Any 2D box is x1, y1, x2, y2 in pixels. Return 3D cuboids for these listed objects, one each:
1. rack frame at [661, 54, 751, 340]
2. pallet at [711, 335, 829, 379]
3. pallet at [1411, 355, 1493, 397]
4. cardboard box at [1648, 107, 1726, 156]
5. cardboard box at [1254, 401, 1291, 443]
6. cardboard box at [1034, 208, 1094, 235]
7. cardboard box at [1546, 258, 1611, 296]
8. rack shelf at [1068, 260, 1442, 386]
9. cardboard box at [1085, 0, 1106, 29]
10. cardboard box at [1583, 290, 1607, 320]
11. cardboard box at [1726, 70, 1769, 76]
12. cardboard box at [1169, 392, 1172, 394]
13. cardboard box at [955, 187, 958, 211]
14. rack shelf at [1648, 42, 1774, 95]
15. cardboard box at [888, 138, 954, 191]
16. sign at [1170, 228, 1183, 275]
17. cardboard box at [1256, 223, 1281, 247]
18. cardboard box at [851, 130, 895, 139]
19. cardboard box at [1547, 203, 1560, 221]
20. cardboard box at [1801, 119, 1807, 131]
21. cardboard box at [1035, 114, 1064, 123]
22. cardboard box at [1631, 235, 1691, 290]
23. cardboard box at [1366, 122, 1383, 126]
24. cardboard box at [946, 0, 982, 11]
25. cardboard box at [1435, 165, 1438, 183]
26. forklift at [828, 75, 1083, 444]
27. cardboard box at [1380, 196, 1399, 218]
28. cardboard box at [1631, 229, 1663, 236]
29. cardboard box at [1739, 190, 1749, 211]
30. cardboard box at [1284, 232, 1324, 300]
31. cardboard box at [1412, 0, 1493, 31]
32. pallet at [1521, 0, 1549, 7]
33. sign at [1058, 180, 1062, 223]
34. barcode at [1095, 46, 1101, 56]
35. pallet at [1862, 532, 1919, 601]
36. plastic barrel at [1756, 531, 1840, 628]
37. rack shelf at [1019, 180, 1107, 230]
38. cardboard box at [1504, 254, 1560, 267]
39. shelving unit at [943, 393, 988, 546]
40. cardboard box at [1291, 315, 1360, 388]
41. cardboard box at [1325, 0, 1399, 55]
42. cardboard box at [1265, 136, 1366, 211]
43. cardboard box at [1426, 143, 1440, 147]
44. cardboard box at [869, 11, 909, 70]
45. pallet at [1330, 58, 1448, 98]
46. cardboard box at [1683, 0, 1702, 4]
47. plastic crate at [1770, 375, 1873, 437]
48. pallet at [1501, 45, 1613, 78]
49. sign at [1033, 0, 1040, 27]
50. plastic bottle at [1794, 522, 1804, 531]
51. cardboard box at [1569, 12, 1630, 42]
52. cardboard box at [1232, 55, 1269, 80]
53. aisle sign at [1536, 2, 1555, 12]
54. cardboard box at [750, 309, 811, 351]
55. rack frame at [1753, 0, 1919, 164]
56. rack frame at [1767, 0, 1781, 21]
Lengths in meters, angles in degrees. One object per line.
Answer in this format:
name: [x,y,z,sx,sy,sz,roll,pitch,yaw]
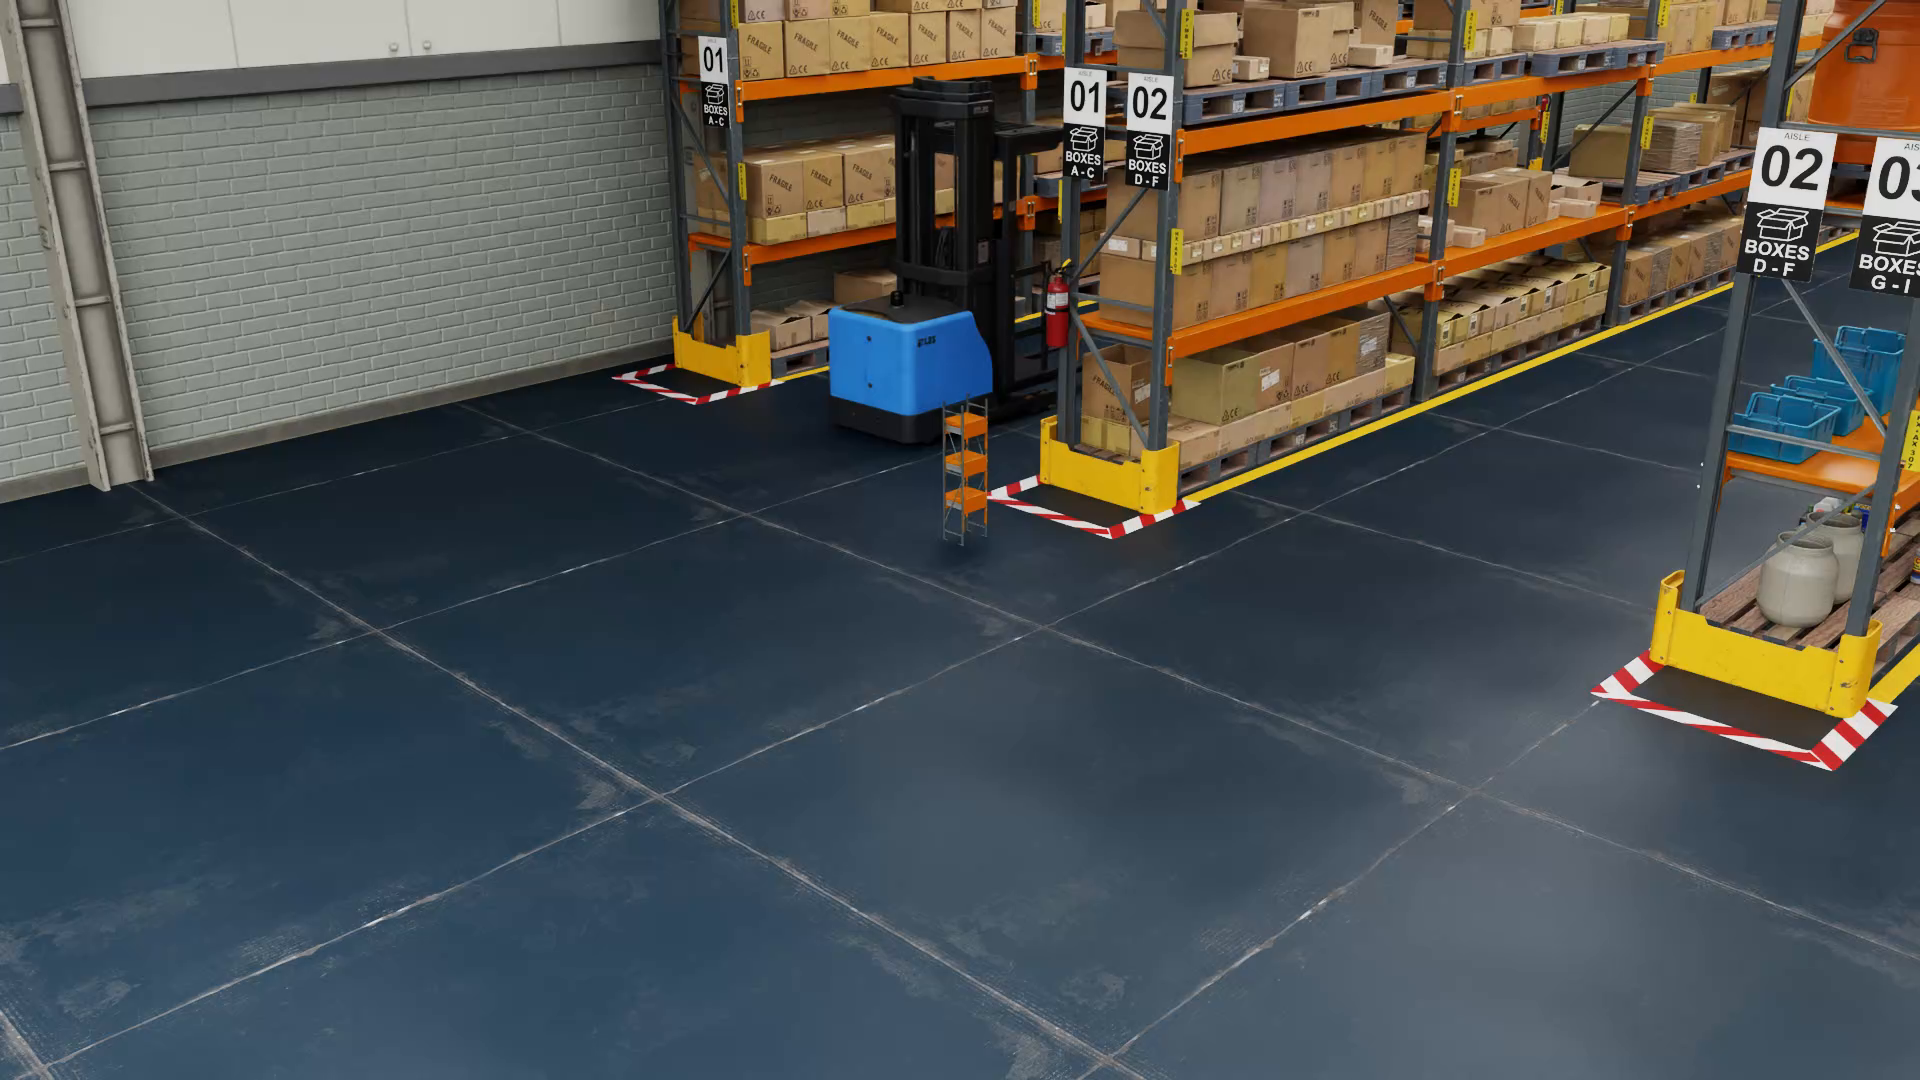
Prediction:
rack frame: [-2.385,-3.017,15.743,1.000,3.000,0.127,19,28,41]
pallet: [-1.740,-1.935,16.814,1.003,0.211,1.213,19,28,41]
pallet: [4.443,-1.704,16.213,1.003,0.211,1.213,19,28,41]
cardboard box: [8.613,-4.847,19.779,0.500,0.500,0.700,-15,26,-34]
cardboard box: [2.396,-1.031,13.822,0.500,0.250,0.500,19,28,41]
cardboard box: [1.212,-3.741,19.453,0.500,0.250,0.500,19,28,40]
cardboard box: [6.559,-2.812,17.676,0.500,0.311,0.500,-19,28,-41]
rack shelf: [2.562,-1.956,13.986,1.077,0.370,4.000,19,28,41]
cardboard box: [1.274,-5.878,18.546,0.500,0.311,0.500,-19,28,-40]
cardboard box: [6.555,-2.551,17.777,0.500,0.250,0.500,-19,28,-41]
cardboard box: [10.061,-5.703,21.199,0.500,0.500,0.500,19,28,40]
cardboard box: [2.017,-1.163,14.166,0.500,0.250,0.500,19,28,41]
cardboard box: [-0.061,-3.661,17.599,0.500,0.250,0.500,19,28,41]
rack shelf: [8.143,-5.413,18.798,1.077,0.370,4.000,19,28,41]
cardboard box: [-0.406,-3.879,17.122,0.500,0.500,0.500,18,28,39]
sign: [1.560,-2.079,11.985,0.100,0.325,0.005,19,28,41]
cardboard box: [2.314,-2.440,13.199,0.380,0.149,0.250,18,27,39]
cardboard box: [-0.787,-4.007,17.455,0.500,0.500,0.500,-19,28,-41]
cardboard box: [5.898,-3.375,17.025,0.250,0.149,0.380,-18,27,-38]
cardboard box: [10.444,-5.105,21.035,0.500,0.500,0.500,-20,28,-41]
cardboard box: [1.180,-4.561,19.008,0.500,0.500,0.700,-17,27,-37]
cardboard box: [7.985,-3.182,19.044,0.500,0.500,0.500,19,28,40]
cardboard box: [5.496,-5.981,22.873,0.500,0.500,0.500,20,28,41]
cardboard box: [-0.127,-5.627,16.792,0.500,0.500,0.500,-18,28,-39]
cardboard box: [6.934,-5.426,24.908,0.700,0.500,0.500,19,28,40]
forklift: [0.222,-2.623,14.814,1.130,2.935,3.031,18,28,39]
cardboard box: [3.566,-2.901,14.398,0.380,0.149,0.250,18,28,39]
cardboard box: [7.955,-3.442,19.719,0.500,0.500,0.500,18,27,39]
cardboard box: [10.845,-4.387,22.174,0.797,0.503,0.637,19,28,41]
cardboard box: [2.580,-2.340,13.843,0.500,0.500,0.700,-19,28,-40]
cardboard box: [4.416,-4.831,14.860,0.500,0.500,0.500,20,29,41]
pallet: [8.267,-8.295,25.418,1.003,0.211,1.213,19,28,41]
sign: [0.788,-2.568,12.632,0.100,0.325,0.005,19,28,41]
barcode: [1.032,-3.647,12.393,0.001,0.075,0.075,19,28,41]
pallet: [6.154,0.213,11.225,1.003,0.211,1.213,19,28,41]
plastic barrel: [5.118,0.240,10.152,0.421,0.512,0.421,0,21,0]
rack shelf: [1.801,-4.223,19.884,1.077,0.370,4.000,19,28,41]
cardboard box: [6.172,-2.948,18.028,0.500,0.311,0.500,-19,28,-40]
shelving unit: [0.037,-0.504,11.922,0.215,1.050,0.252,19,28,41]
cardboard box: [3.087,-1.640,14.362,0.500,0.500,0.500,19,28,41]
cardboard box: [3.417,-4.451,14.373,0.500,0.500,0.500,-17,27,-38]
cardboard box: [2.951,-3.084,13.970,0.700,0.500,0.500,19,28,41]
cardboard box: [7.244,-5.948,25.362,0.380,0.149,0.250,19,28,40]
cardboard box: [-0.855,-4.903,16.302,0.500,0.500,0.500,-18,27,-39]
pallet: [3.381,-3.939,14.085,1.003,0.211,1.213,19,28,41]
cardboard box: [7.768,-6.121,18.104,0.500,0.500,0.500,19,28,41]
plastic crate: [5.305,-0.837,10.278,0.499,0.251,0.408,19,28,41]
pallet: [5.560,-4.661,16.104,1.213,0.211,1.003,-19,28,-40]
sign: [0.800,-5.553,17.439,0.100,0.325,0.005,19,28,41]
plastic bottle: [5.680,-0.018,11.228,0.097,0.201,0.097,0,21,0]
cardboard box: [6.471,-5.230,16.943,0.500,0.250,0.500,17,27,37]
cardboard box: [2.114,-3.581,12.598,0.380,0.149,0.250,19,28,41]
aisle sign: [9.042,-8.287,25.830,0.394,0.787,0.004,19,28,41]
cardboard box: [-1.838,-2.122,16.550,0.500,0.311,0.500,15,26,35]
rack frame: [4.713,-3.338,8.215,1.000,3.000,0.127,19,28,41]
rack frame: [9.538,-7.663,19.469,1.000,3.000,0.127,19,28,41]
